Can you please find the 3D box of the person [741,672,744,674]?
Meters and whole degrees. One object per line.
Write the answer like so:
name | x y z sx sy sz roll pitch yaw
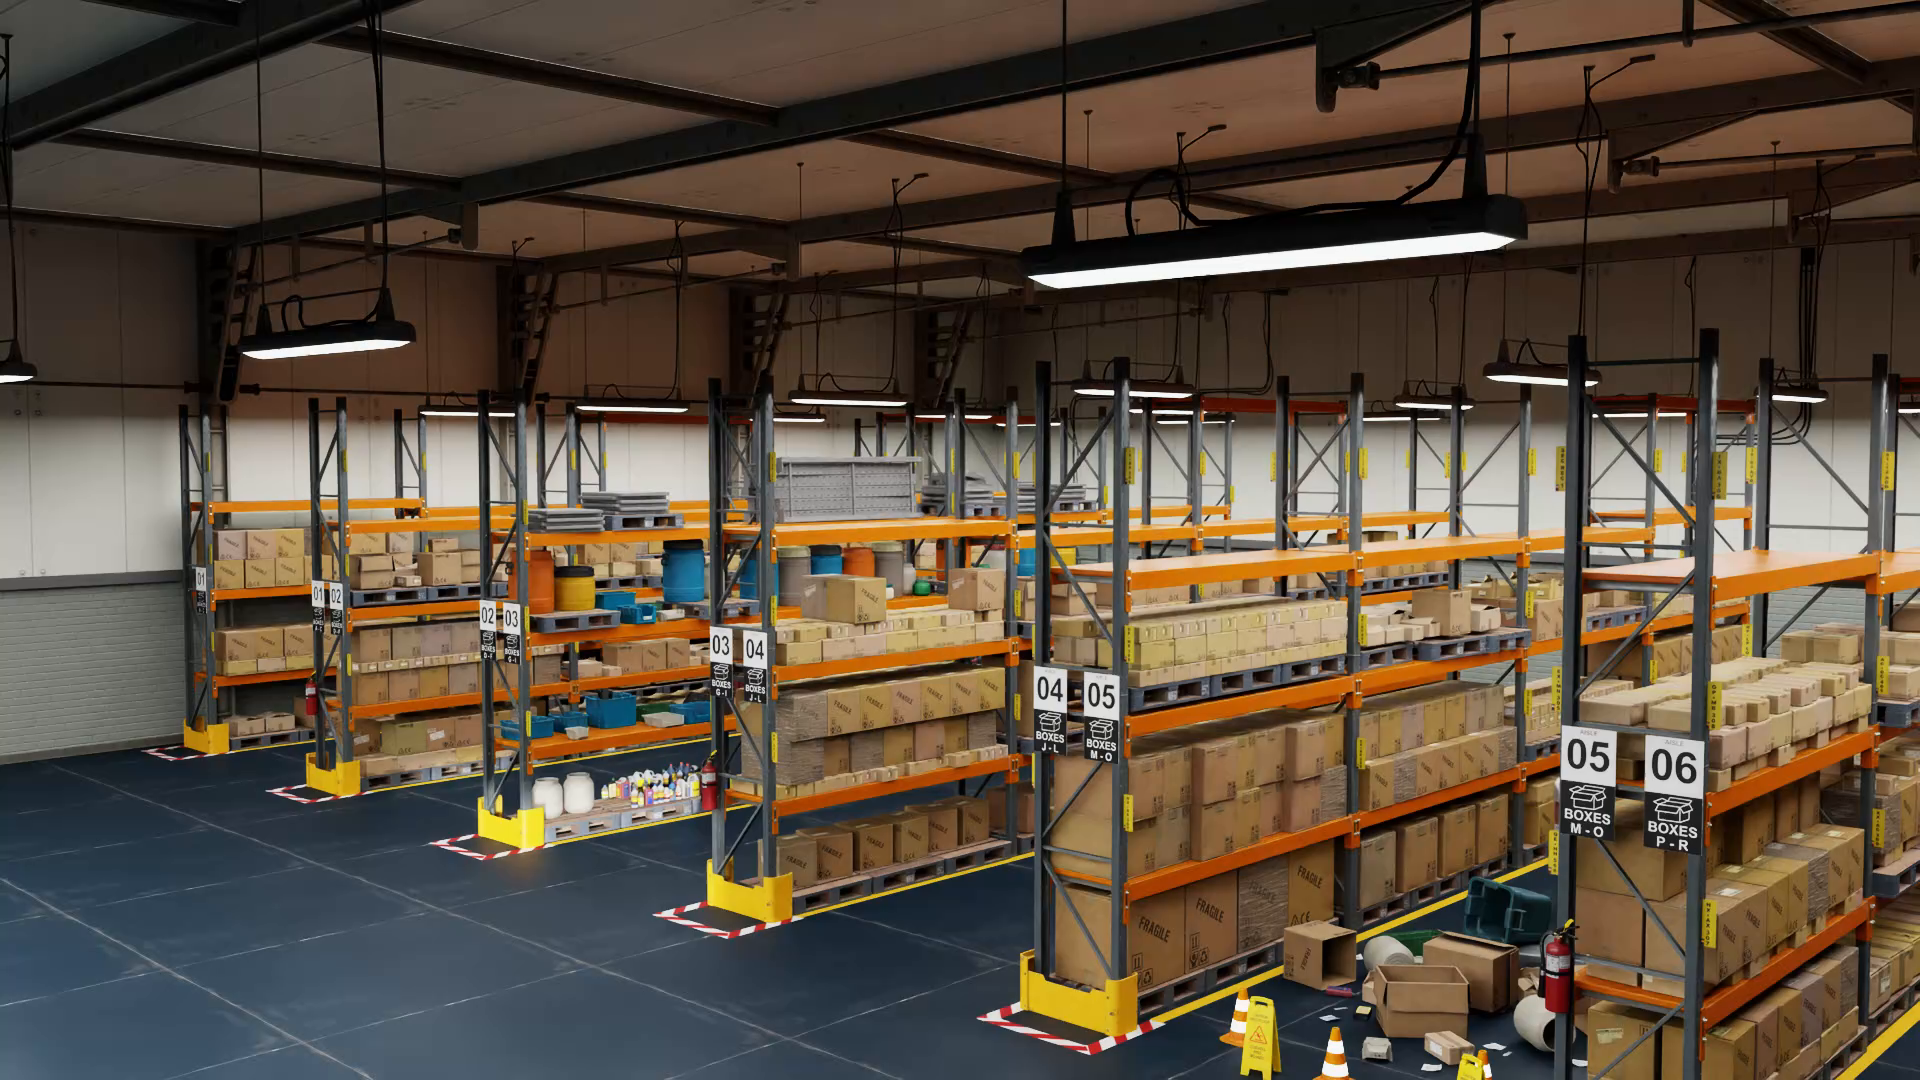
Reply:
person | -4.491 2.535 35.071 0.478 1.543 0.493 -2 3 -29

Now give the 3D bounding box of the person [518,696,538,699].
person | -8.024 2.682 30.574 0.605 1.801 0.843 1 3 20

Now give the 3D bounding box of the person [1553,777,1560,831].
person | 6.957 3.287 18.763 0.521 1.785 0.584 -2 4 -39
